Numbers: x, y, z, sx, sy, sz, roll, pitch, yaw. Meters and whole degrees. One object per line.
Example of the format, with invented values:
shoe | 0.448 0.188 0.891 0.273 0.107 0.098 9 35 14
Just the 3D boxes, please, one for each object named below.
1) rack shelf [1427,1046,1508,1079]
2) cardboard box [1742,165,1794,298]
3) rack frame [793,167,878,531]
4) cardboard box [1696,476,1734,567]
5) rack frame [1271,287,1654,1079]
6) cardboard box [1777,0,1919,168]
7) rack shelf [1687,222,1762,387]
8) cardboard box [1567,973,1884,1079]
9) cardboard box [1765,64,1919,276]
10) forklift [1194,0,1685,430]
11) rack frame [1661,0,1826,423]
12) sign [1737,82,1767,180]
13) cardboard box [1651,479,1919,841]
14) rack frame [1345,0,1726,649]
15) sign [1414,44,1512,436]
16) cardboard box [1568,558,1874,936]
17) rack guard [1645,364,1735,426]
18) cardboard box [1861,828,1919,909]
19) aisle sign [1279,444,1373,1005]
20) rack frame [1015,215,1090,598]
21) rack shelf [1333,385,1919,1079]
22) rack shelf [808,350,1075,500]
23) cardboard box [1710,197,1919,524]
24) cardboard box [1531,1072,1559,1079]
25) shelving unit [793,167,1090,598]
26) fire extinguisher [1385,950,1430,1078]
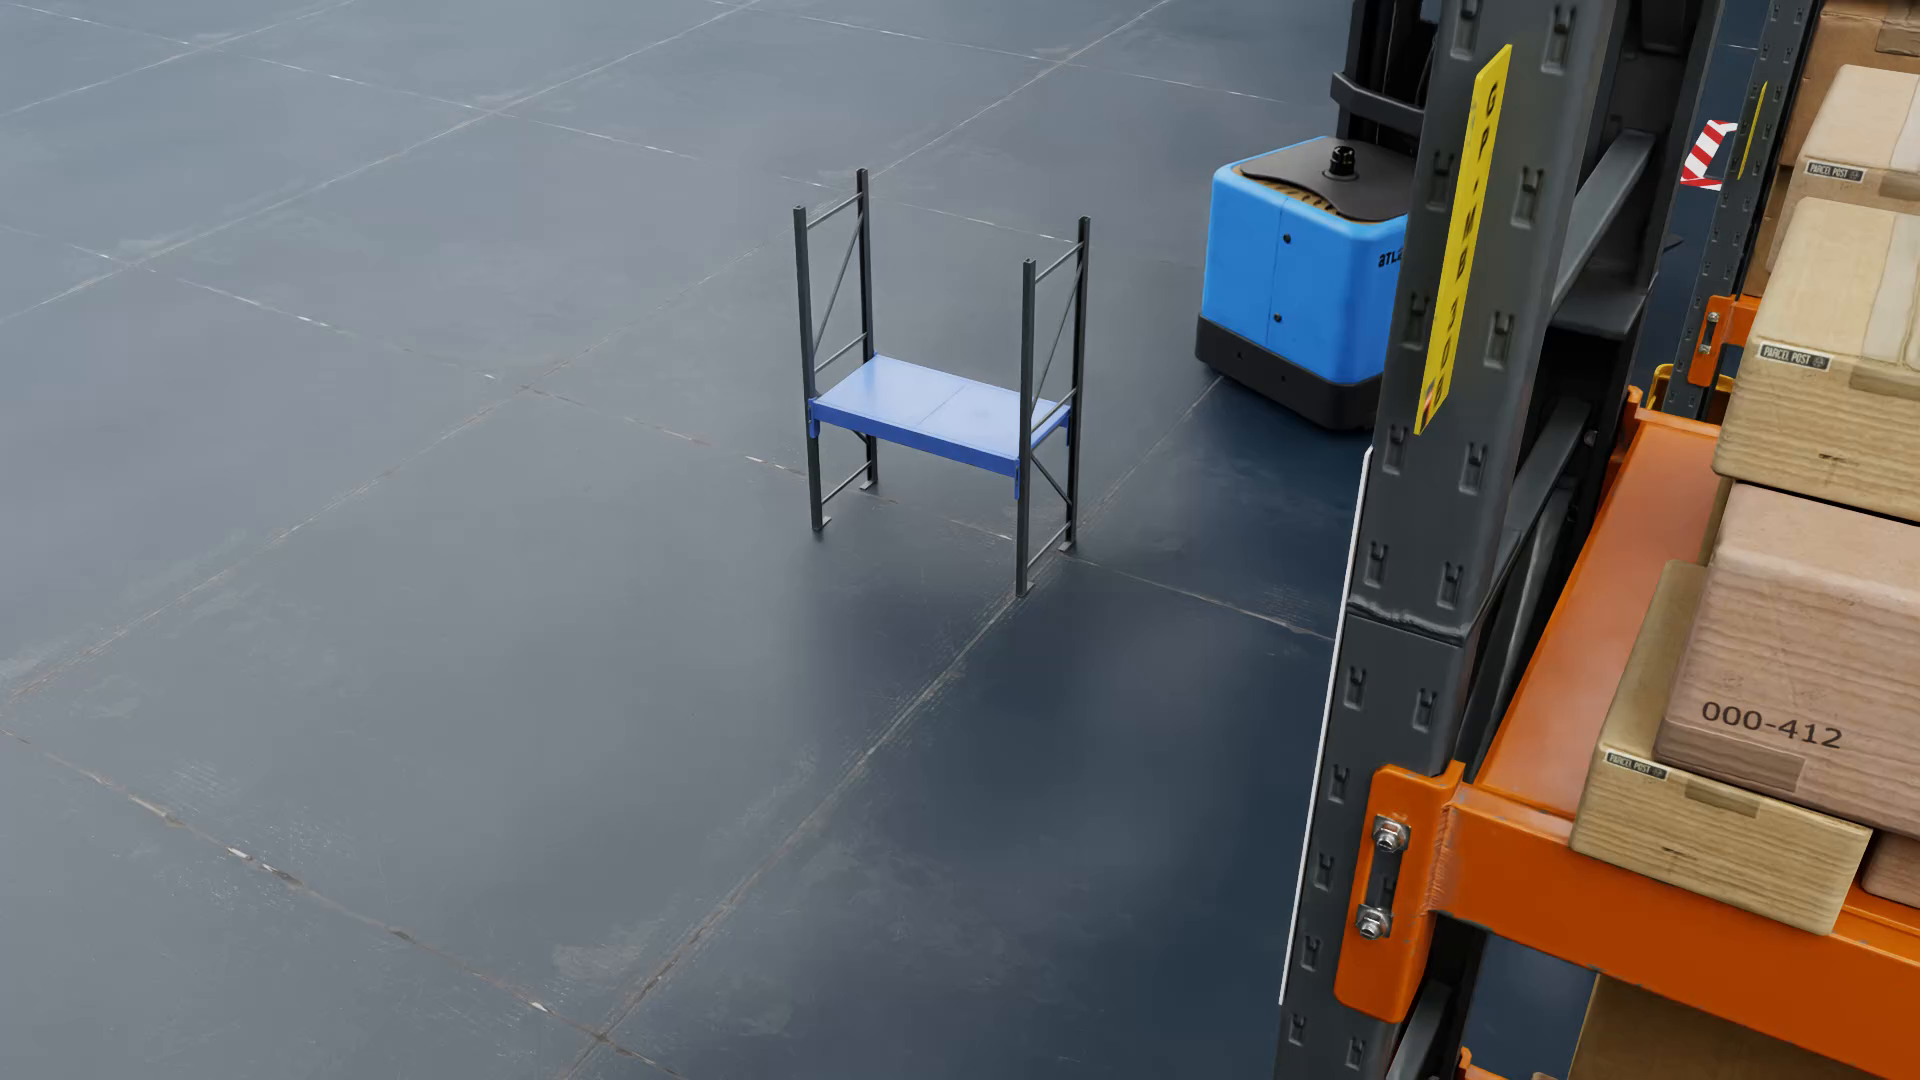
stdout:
rack shelf | 2.436 1.949 2.265 4.000 0.370 1.077 18 37 24
cardboard box | 3.413 -1.292 6.349 0.550 0.550 0.875 18 37 24
rack frame | -0.515 -0.788 7.079 0.032 1.500 0.500 18 37 24
cardboard box | 1.148 -0.081 2.185 0.250 0.149 0.380 18 38 25
rack frame | 0.700 1.100 2.892 0.127 3.000 1.000 18 37 24
cardboard box | 3.371 -1.701 5.989 0.550 0.550 0.875 18 37 24
rack shelf | 4.804 -0.461 5.884 4.000 0.370 1.077 18 37 24
cardboard box | 1.252 0.554 2.452 0.500 0.500 0.700 17 37 23
cardboard box | 1.140 -0.425 1.983 0.250 0.149 0.380 18 38 25
forklift | 2.692 -2.391 8.196 3.031 2.935 1.130 -22 40 -30
rack frame | 3.068 -1.310 6.511 0.127 3.000 1.000 18 37 24
sign | 2.787 -1.438 5.850 0.005 0.325 0.100 18 37 24
cardboard box | 1.004 0.056 1.620 0.500 0.250 0.500 17 37 24
rack frame | 0.700 -1.397 1.229 0.127 3.000 1.000 18 37 24
sign | 0.431 -0.251 1.426 0.005 0.325 0.100 18 37 24
cardboard box | 0.827 0.203 1.759 0.250 0.149 0.380 18 38 24
rack guard | 3.047 -0.276 7.214 0.348 0.500 1.175 18 37 24
cardboard box | 1.099 0.233 1.715 0.250 0.149 0.380 16 37 23
aisle sign | 0.492 0.150 1.973 0.004 0.787 0.394 18 37 24
rack frame | 0.367 -0.508 6.660 0.032 1.500 0.500 18 37 24
rack shelf | 2.436 0.701 1.434 4.000 0.370 1.077 18 37 24
rack shelf | -0.074 -0.498 6.969 1.000 0.185 0.538 18 37 24
cardboard box | 0.907 -0.180 1.615 0.250 0.149 0.380 17 37 24
cardboard box | 0.973 1.198 2.386 0.500 0.500 0.500 17 37 24
shelving unit | -0.074 -0.648 6.870 1.048 1.500 0.538 18 37 24
fire extinguisher | 0.829 0.879 3.294 0.183 0.674 0.296 18 37 24
